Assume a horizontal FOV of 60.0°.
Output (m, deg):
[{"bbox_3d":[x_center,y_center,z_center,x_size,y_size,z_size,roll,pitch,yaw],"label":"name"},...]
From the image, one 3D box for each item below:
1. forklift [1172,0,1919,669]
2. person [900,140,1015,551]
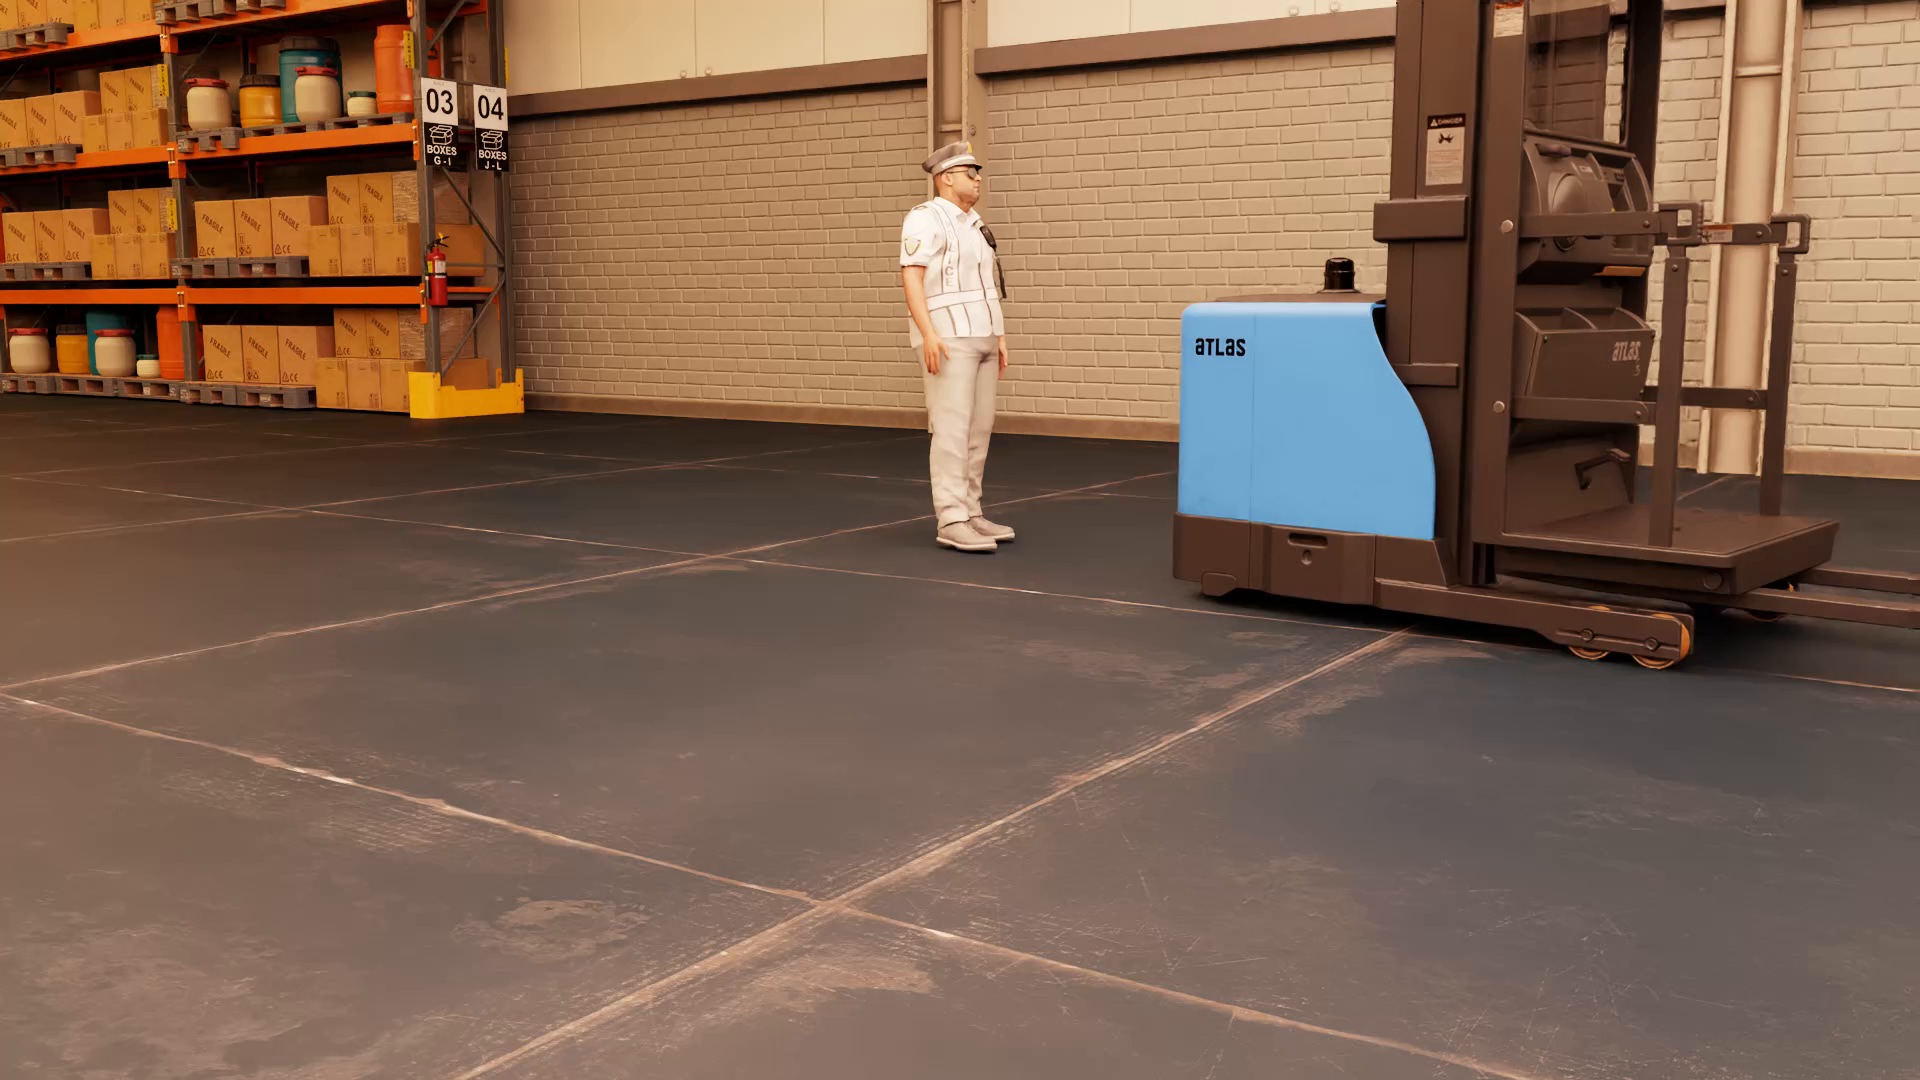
[{"bbox_3d":[2.207,-1.151,5.288,3.031,2.935,1.130,7,11,42],"label":"forklift"},{"bbox_3d":[0.059,-0.883,7.425,0.574,1.781,0.641,5,10,34],"label":"person"}]
